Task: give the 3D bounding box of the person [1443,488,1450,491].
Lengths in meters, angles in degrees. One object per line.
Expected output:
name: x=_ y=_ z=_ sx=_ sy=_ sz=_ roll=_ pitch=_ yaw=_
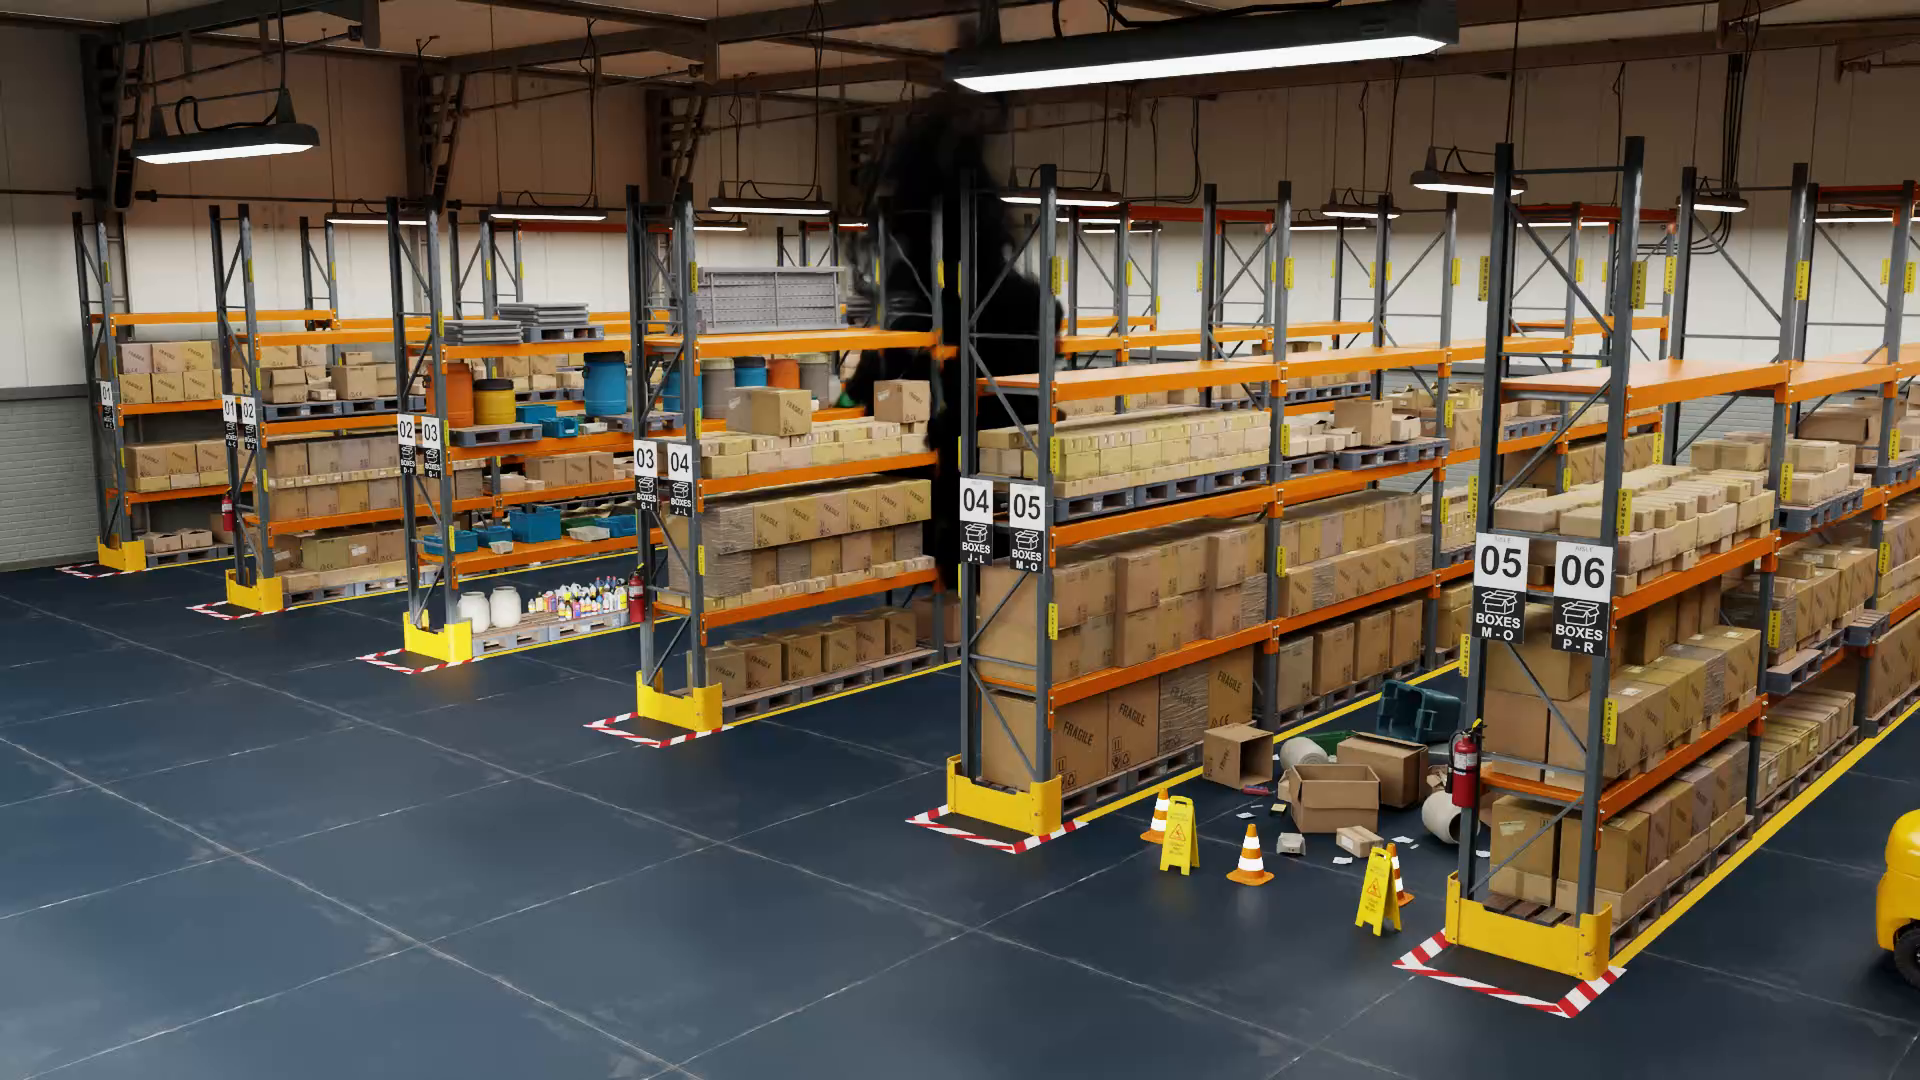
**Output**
person: x=7.646 y=0.033 z=26.194 sx=0.574 sy=1.704 sz=0.697 roll=8 pitch=13 yaw=41
